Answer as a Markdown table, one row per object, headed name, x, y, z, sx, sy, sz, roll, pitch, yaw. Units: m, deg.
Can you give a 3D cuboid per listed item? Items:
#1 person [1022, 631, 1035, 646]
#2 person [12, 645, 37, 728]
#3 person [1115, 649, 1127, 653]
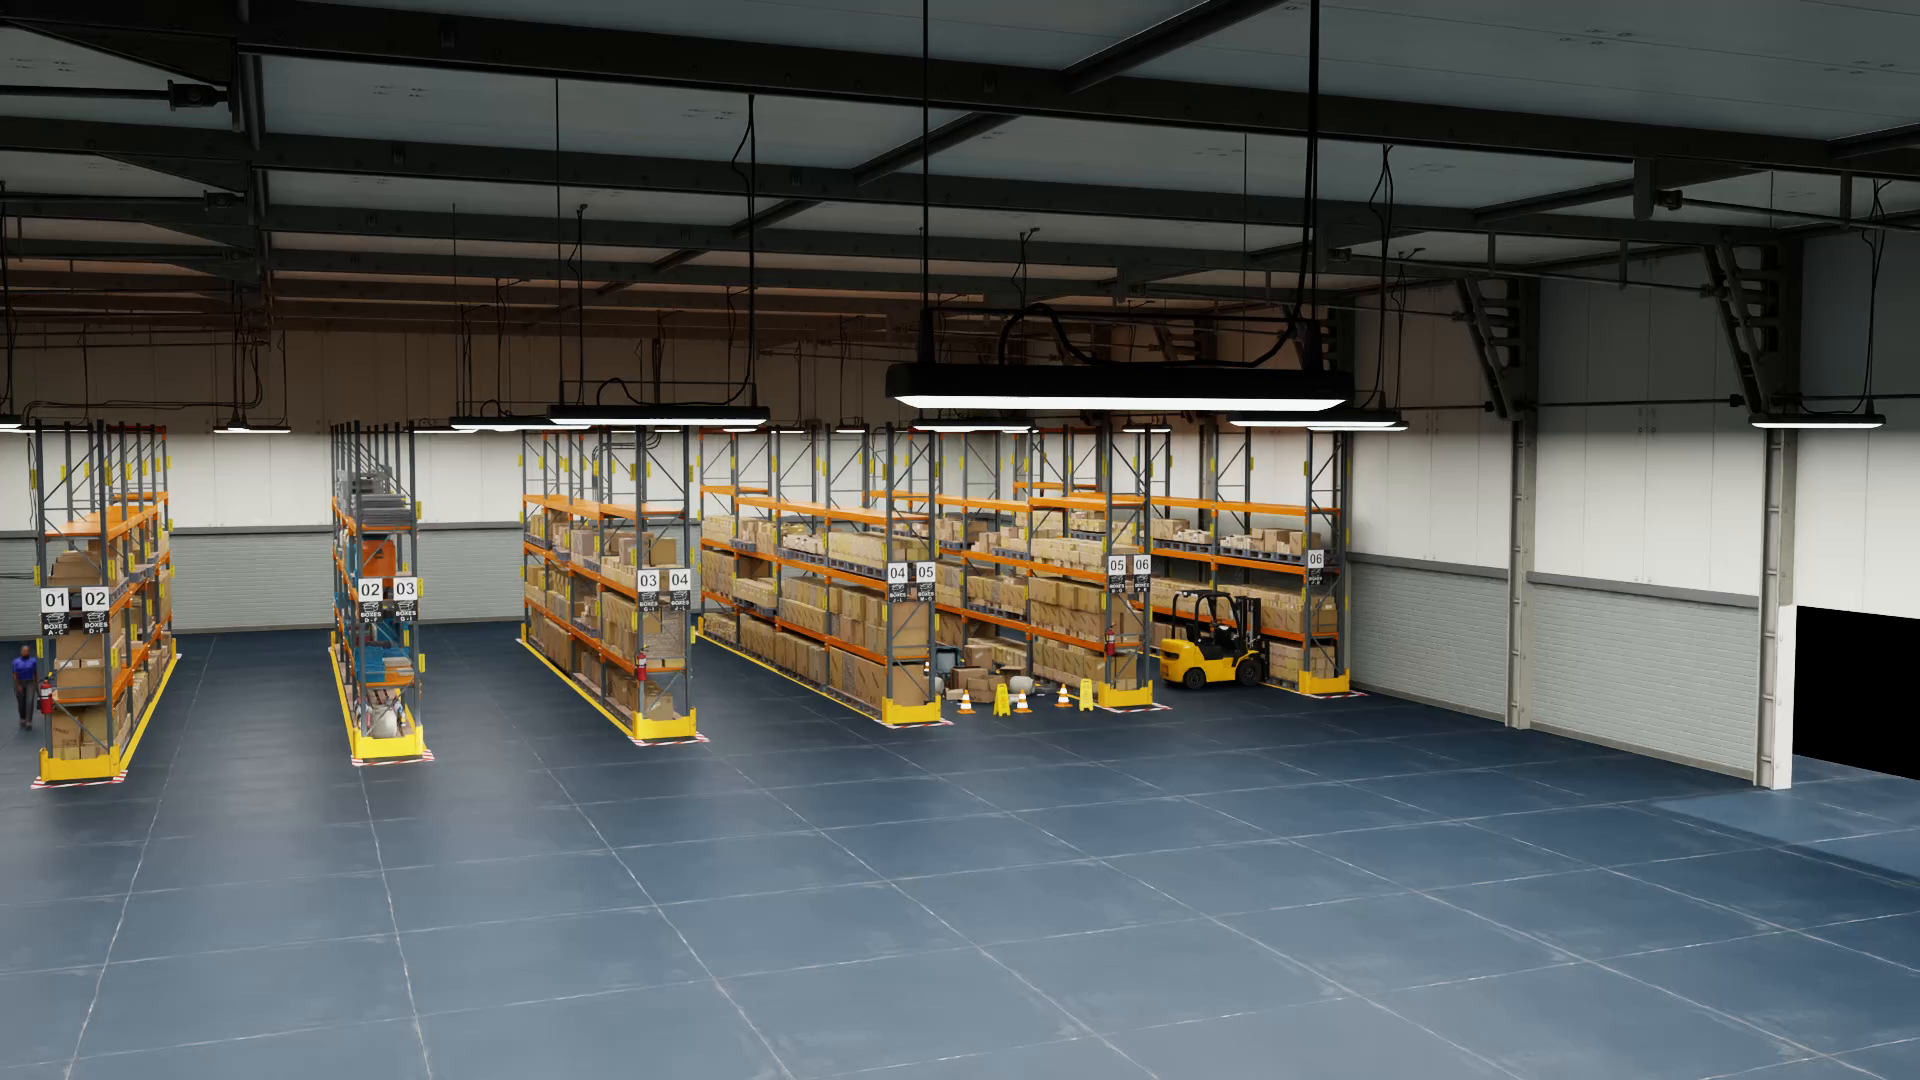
| name | x | y | z | sx | sy | sz | roll | pitch | yaw |
| --- | --- | --- | --- | --- | --- | --- | --- | --- | --- |
| person | 1.898 | 2.122 | 45.044 | 0.362 | 1.623 | 0.443 | 3 | 5 | 40 |
| person | -18.375 | 2.915 | 32.693 | 0.442 | 1.496 | 0.979 | -2 | 4 | -31 |
| person | 4.106 | 2.228 | 42.852 | 0.584 | 1.708 | 0.595 | -3 | 4 | -36 |
